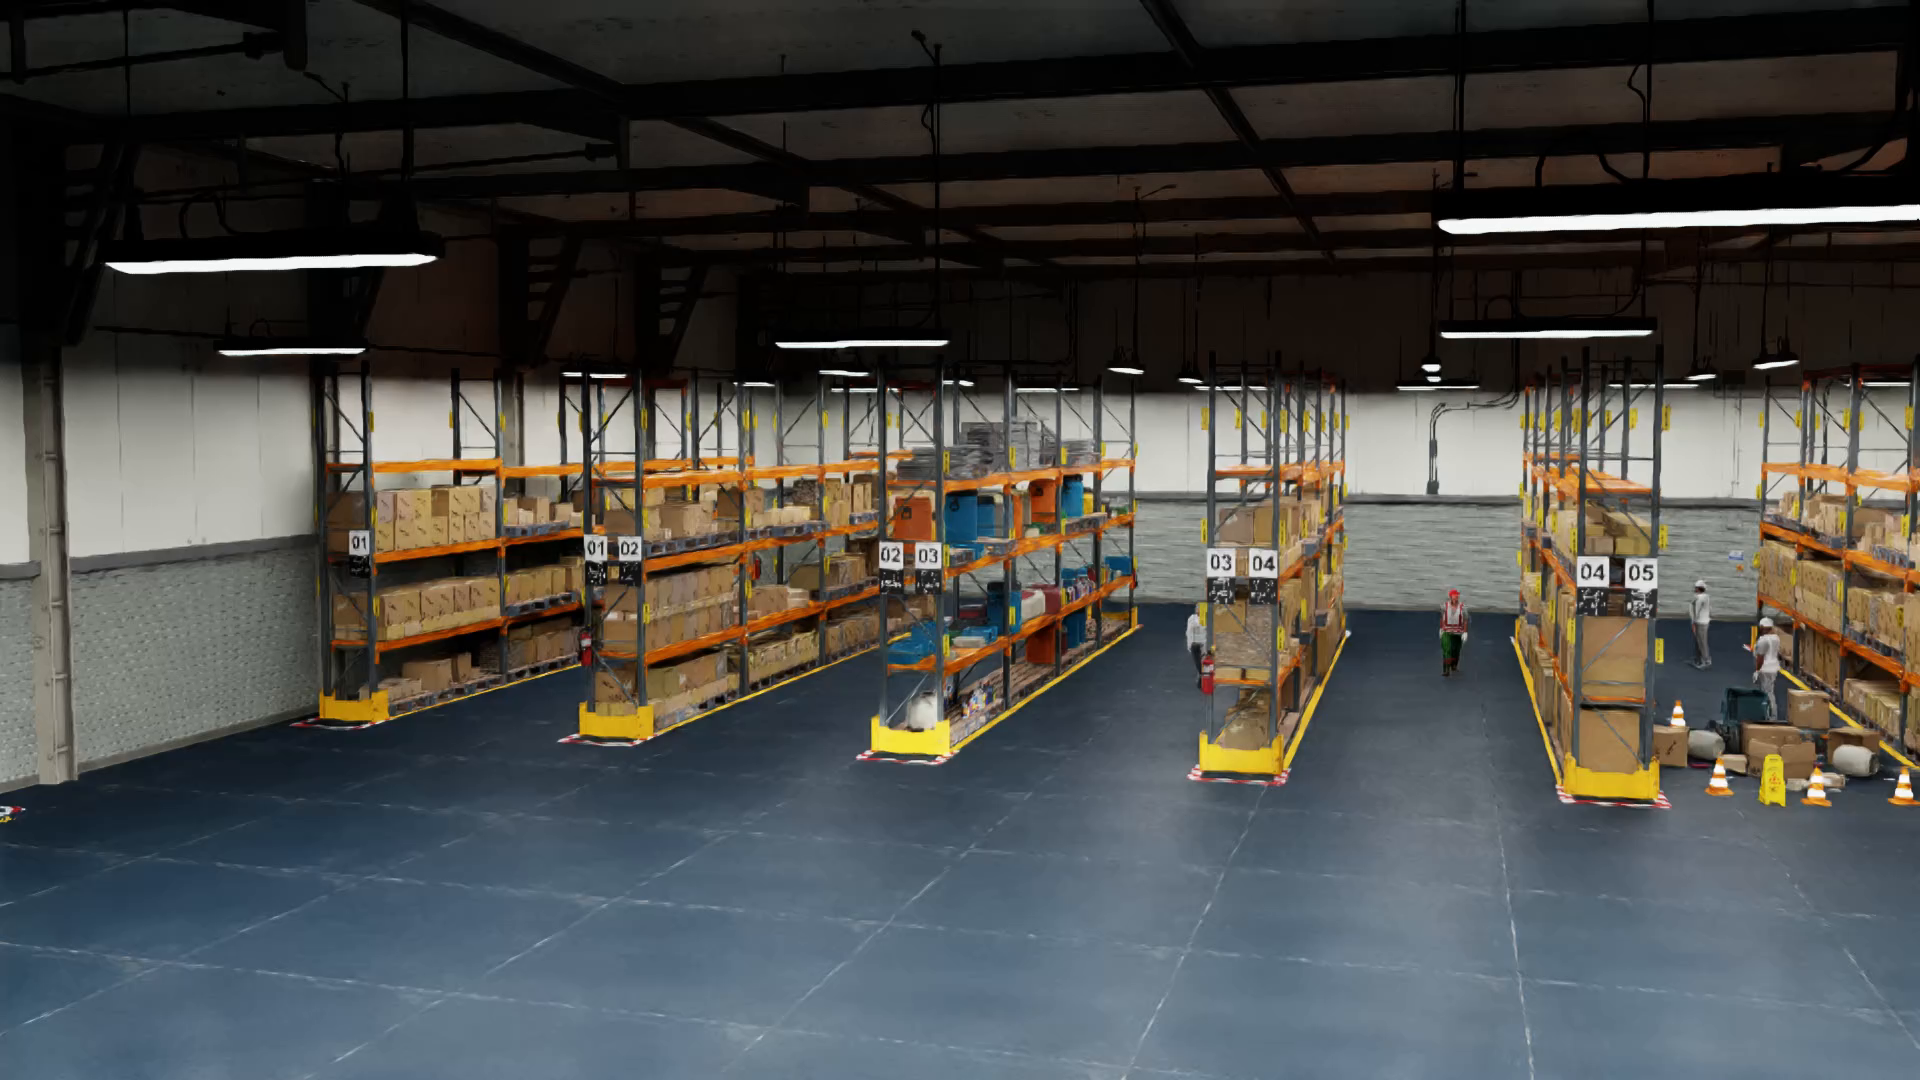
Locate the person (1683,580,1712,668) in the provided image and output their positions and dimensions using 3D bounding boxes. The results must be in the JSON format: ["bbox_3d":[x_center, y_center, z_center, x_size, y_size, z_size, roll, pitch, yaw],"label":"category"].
[{"bbox_3d":[15.044,1.686,33.878,0.587,1.768,0.646,3,5,35],"label":"person"}]

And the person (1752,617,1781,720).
[{"bbox_3d":[13.162,2.150,27.234,0.584,1.782,0.665,4,6,44],"label":"person"}]

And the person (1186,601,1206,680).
[{"bbox_3d":[4.531,1.928,31.536,0.495,1.567,1.067,1,4,18],"label":"person"}]

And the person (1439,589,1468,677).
[{"bbox_3d":[9.694,1.800,32.663,0.550,1.709,1.128,1,4,14],"label":"person"}]
